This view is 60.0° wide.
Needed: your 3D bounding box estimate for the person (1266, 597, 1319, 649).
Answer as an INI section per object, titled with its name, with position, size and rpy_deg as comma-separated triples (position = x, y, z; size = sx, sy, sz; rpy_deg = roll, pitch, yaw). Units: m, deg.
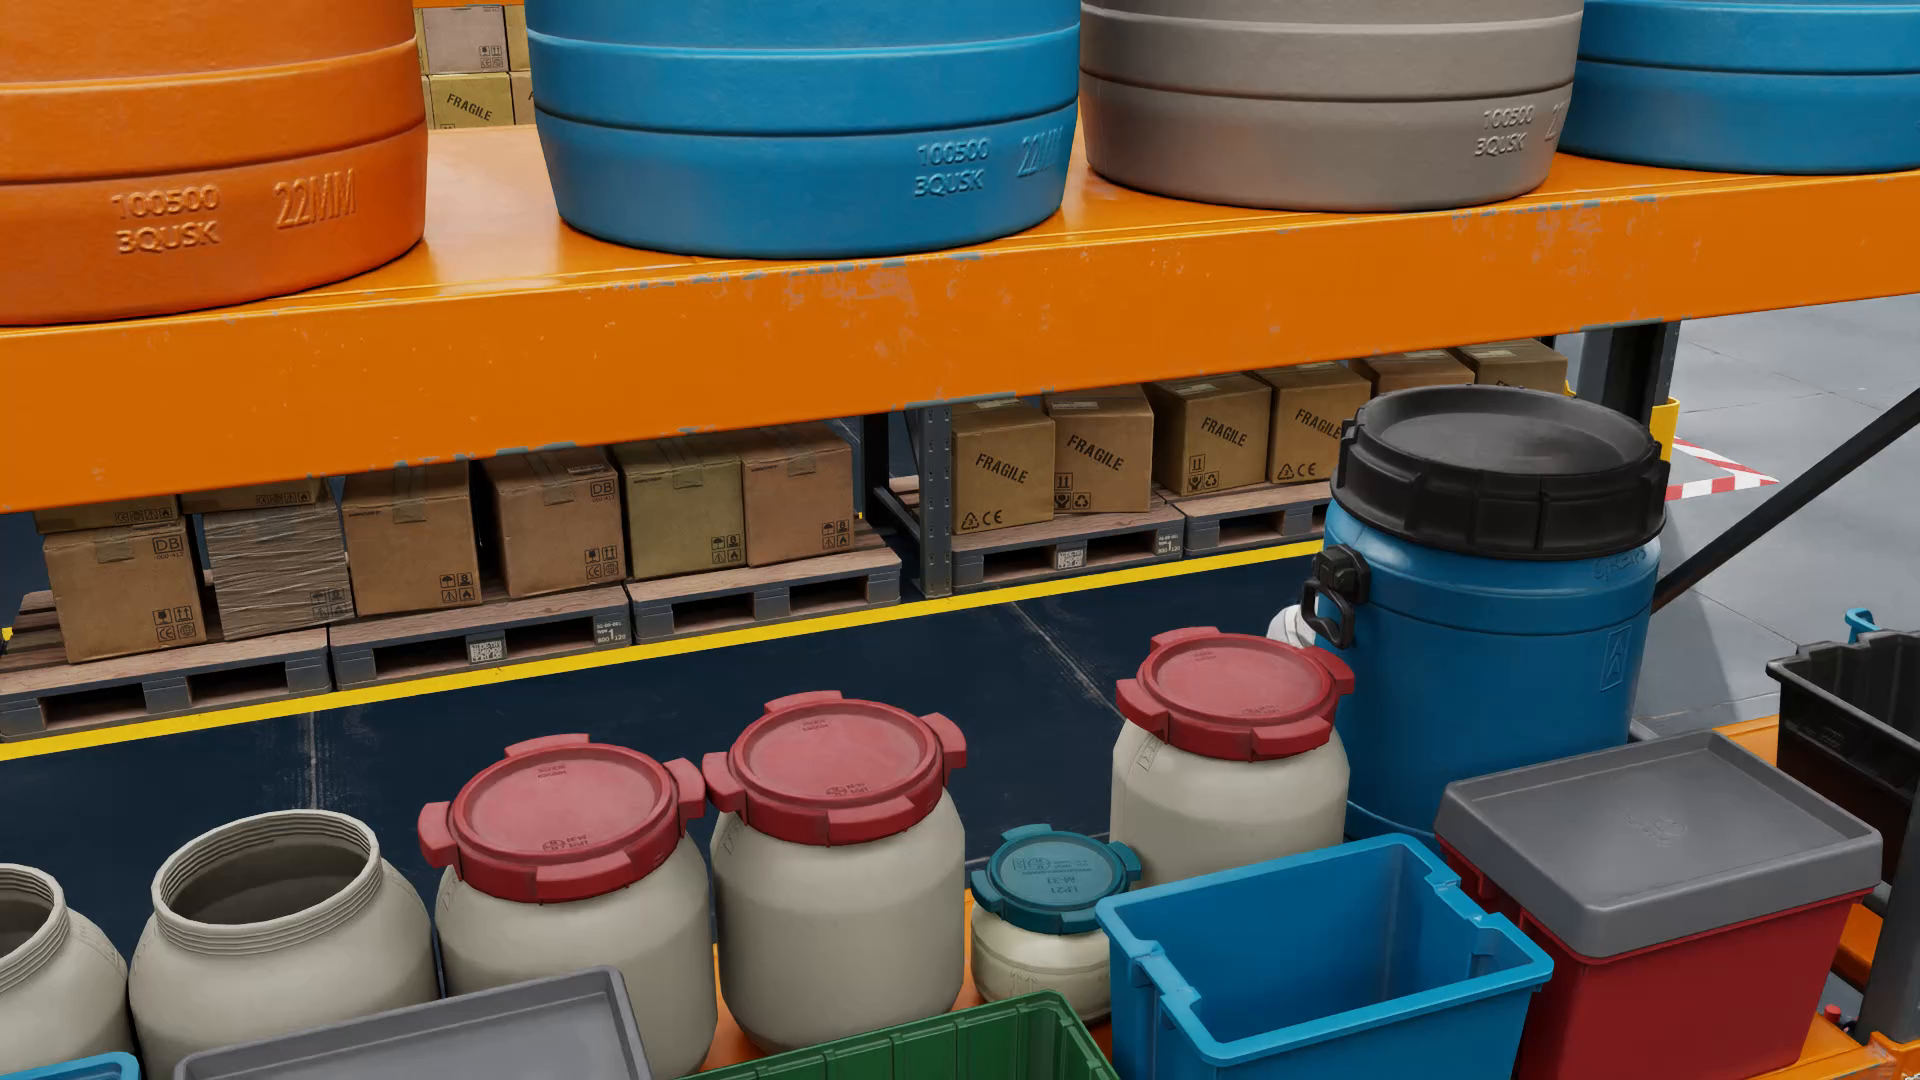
[person]
position = 1.419, 0.503, 5.750
size = 0.498, 1.006, 0.840
rpy_deg = -8, 24, -19
